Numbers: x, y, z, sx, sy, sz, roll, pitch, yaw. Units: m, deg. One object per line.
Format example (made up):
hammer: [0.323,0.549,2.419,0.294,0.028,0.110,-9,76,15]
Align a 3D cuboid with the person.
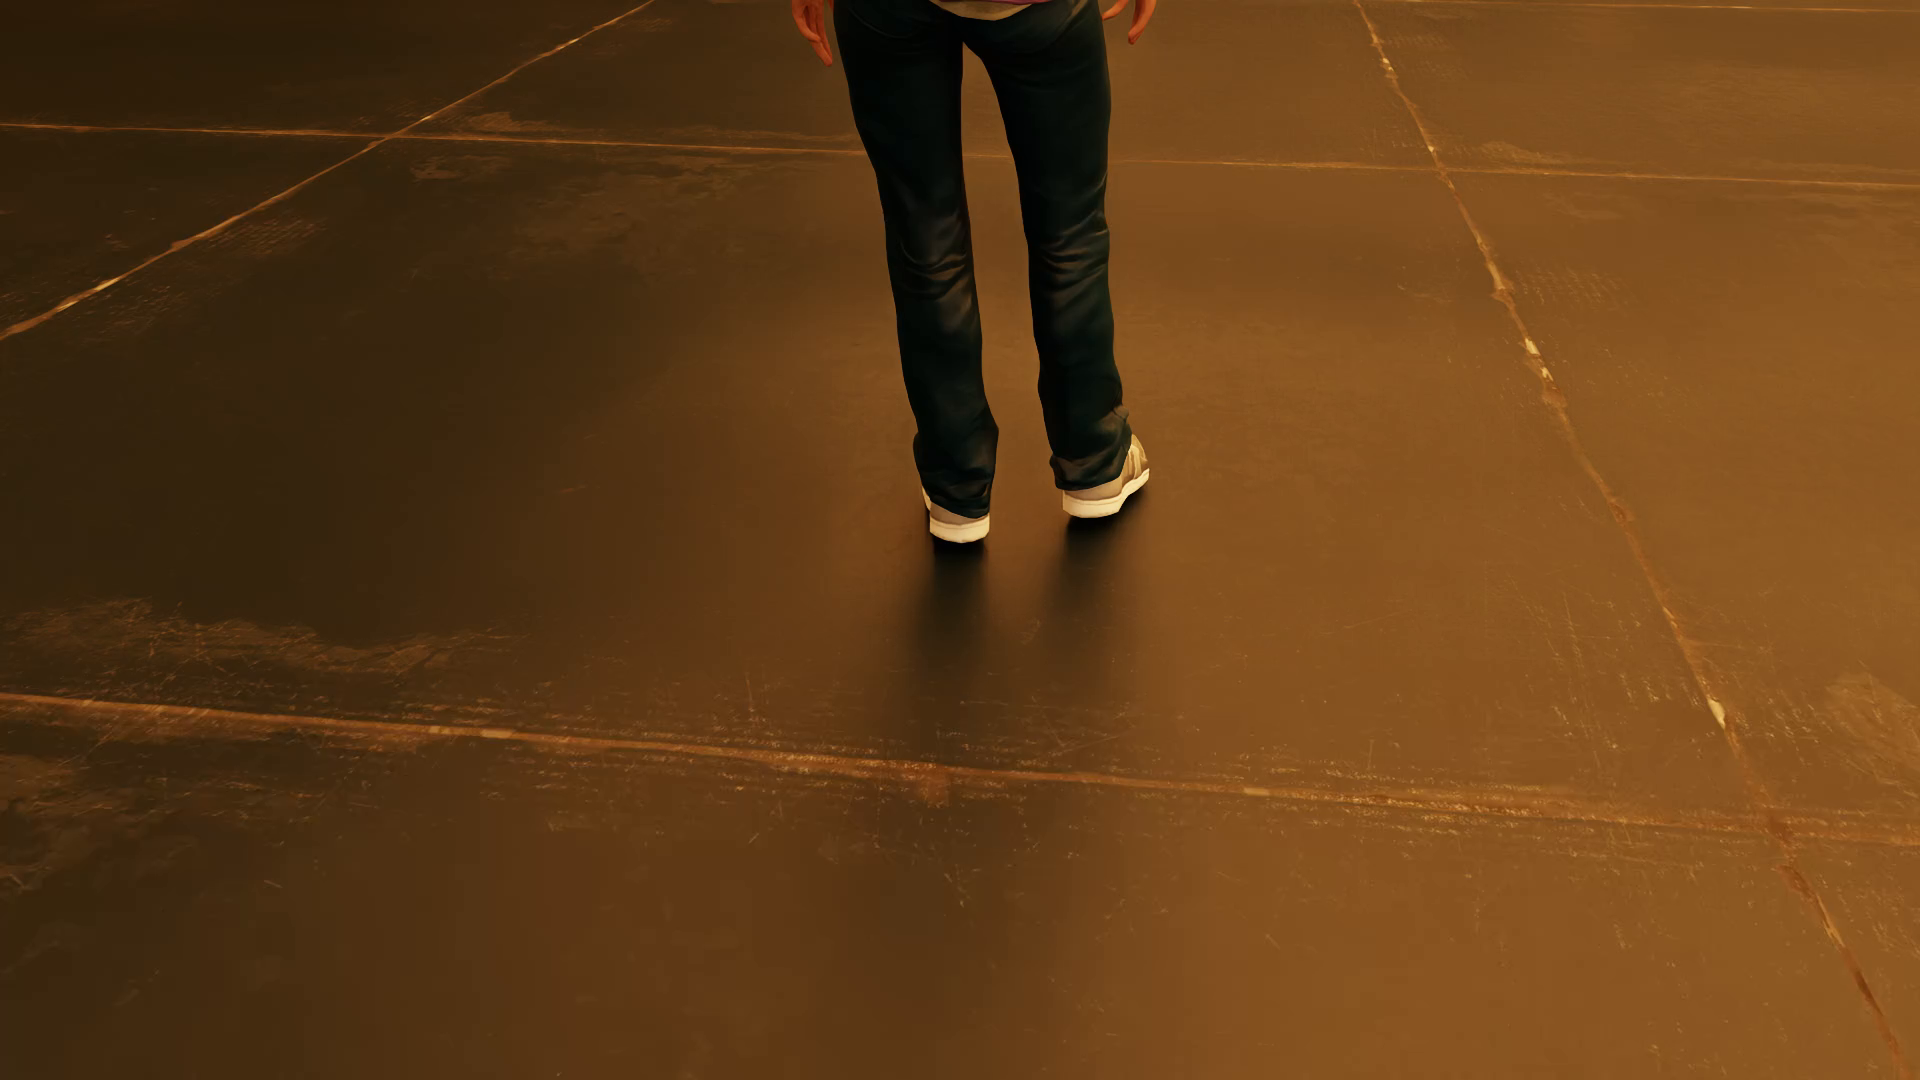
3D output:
person: [0.024,-0.753,2.204,0.520,1.597,0.475,3,27,7]
